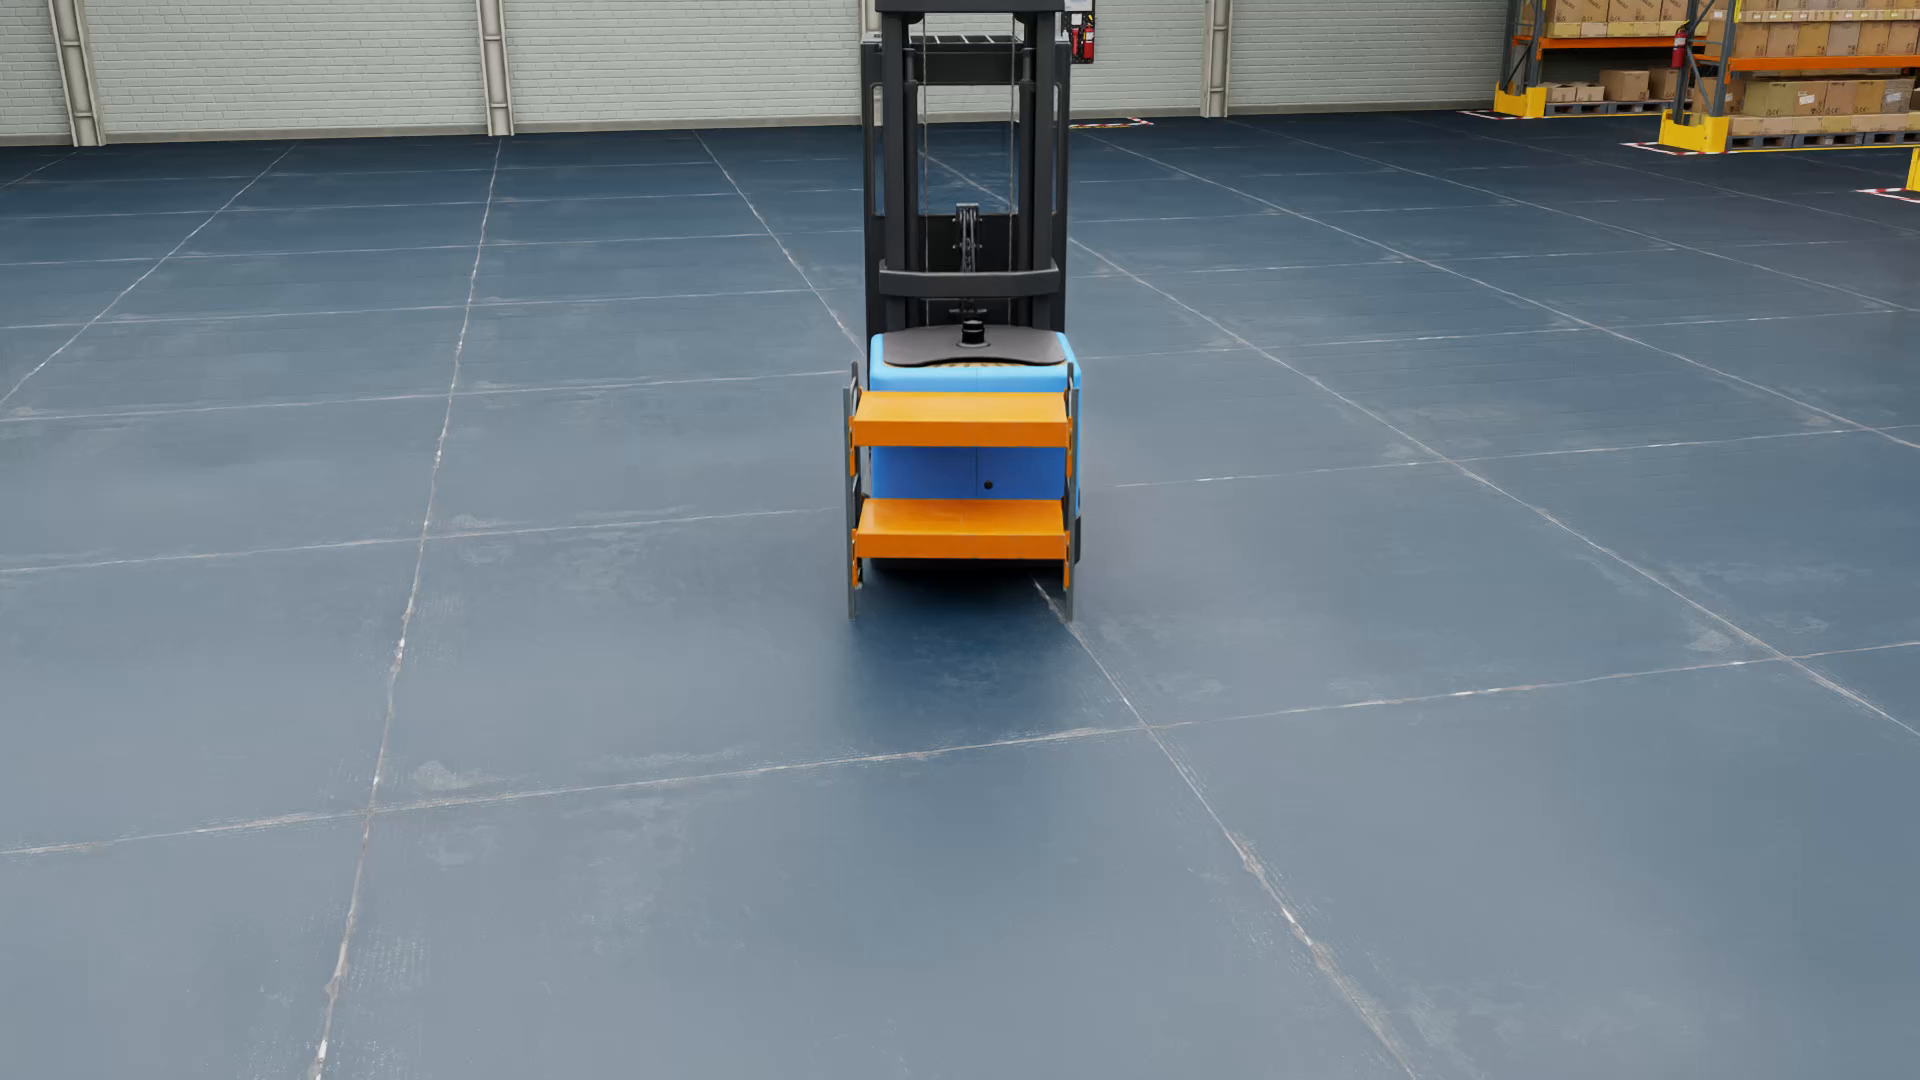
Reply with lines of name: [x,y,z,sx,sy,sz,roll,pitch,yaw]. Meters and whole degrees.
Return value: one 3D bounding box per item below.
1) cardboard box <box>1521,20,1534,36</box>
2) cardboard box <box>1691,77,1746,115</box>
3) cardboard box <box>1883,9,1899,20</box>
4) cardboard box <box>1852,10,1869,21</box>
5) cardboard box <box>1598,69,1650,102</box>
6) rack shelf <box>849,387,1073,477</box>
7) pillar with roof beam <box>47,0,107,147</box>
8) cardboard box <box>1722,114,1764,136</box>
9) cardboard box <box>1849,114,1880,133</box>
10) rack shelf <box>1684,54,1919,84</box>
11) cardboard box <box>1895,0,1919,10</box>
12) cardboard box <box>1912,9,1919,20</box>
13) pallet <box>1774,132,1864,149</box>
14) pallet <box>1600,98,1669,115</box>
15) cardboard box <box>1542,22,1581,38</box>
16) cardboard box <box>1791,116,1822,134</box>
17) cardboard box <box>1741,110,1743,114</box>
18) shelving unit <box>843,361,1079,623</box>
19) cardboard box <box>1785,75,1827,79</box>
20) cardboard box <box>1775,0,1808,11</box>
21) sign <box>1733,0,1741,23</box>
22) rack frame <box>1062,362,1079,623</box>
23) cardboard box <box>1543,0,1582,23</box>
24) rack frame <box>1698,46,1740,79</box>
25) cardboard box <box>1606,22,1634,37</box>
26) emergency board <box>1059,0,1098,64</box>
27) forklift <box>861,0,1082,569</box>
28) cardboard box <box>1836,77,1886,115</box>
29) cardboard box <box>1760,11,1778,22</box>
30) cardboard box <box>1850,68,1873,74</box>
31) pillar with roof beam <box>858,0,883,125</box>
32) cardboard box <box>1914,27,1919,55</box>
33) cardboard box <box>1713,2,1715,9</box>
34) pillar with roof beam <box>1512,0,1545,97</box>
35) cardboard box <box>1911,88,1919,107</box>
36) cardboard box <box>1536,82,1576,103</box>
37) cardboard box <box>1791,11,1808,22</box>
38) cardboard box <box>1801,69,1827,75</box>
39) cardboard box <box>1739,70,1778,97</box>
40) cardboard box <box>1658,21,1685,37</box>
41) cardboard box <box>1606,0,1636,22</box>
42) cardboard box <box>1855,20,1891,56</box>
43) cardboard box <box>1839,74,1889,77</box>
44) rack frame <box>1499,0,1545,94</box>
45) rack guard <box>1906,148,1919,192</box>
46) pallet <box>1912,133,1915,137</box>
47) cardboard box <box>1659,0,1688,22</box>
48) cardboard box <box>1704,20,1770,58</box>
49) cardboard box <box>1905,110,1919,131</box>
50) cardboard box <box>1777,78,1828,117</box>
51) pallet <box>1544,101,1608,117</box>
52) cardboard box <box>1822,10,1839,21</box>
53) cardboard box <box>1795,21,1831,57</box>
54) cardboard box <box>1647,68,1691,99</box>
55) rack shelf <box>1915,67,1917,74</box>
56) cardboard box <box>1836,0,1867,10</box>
cardboard box: [10.178,-8.957,29.095,0.500,0.250,0.500,-4,21,-12]
cardboard box: [11.365,-6.659,24.928,0.500,0.500,0.500,-5,21,-12]
cardboard box: [13.598,-7.753,24.531,0.250,0.149,0.380,-5,21,-13]
cardboard box: [13.095,-7.711,24.416,0.250,0.149,0.380,-4,20,-11]
cardboard box: [11.742,-8.060,29.452,0.500,0.500,0.700,-6,21,-16]
rack shelf: [0.008,-0.505,7.707,1.000,0.278,0.538,0,20,1]
pillar with roof beam: [-12.115,-8.738,19.584,0.400,9.000,9.100,-5,21,-12]
cardboard box: [11.484,-6.132,24.582,0.500,0.250,0.500,-5,21,-12]
cardboard box: [13.431,-6.290,25.013,0.500,0.250,0.500,-5,21,-12]
rack shelf: [12.858,-7.079,24.824,4.000,0.370,1.077,-5,21,-12]
cardboard box: [13.882,-8.153,24.680,0.500,0.500,0.700,-5,21,-13]
cardboard box: [14.093,-7.793,24.639,0.250,0.149,0.380,-5,21,-14]
pallet: [12.831,-6.119,25.212,1.213,0.211,1.003,-5,21,-12]
pallet: [11.825,-7.761,29.694,1.213,0.211,1.003,-5,21,-12]
cardboard box: [10.316,-8.788,28.632,0.500,0.250,0.500,-5,21,-14]
cardboard box: [12.457,-6.213,24.801,0.500,0.250,0.500,-5,21,-12]
cardboard box: [11.849,-6.349,25.174,0.500,0.250,0.500,-5,21,-12]
shelving unit: [0.008,-0.230,7.808,1.048,1.125,0.538,0,20,1]
cardboard box: [12.821,-6.782,25.264,0.500,0.500,0.500,-5,21,-12]
cardboard box: [11.931,-7.995,24.247,0.500,0.500,0.700,-5,21,-14]
sign: [11.033,-7.516,23.597,0.005,0.325,0.100,-5,21,-12]
rack frame: [0.516,-0.227,7.798,0.032,1.125,0.500,0,20,1]
cardboard box: [10.302,-9.145,28.516,0.500,0.500,0.500,-5,21,-12]
rack frame: [13.660,-9.233,29.659,0.127,3.000,1.000,-5,21,-12]
cardboard box: [11.315,-8.872,28.862,0.500,0.250,0.500,-5,21,-13]
emergency board: [1.997,-8.604,27.940,0.643,1.169,0.194,-5,21,-12]
forklift: [0.018,-1.691,9.170,1.130,2.935,3.031,-1,20,-2]
cardboard box: [13.428,-6.647,24.896,0.500,0.500,0.500,-5,21,-12]
cardboard box: [11.599,-7.591,24.087,0.250,0.149,0.380,-5,21,-14]
cardboard box: [16.336,-8.506,30.669,0.500,0.500,0.700,-5,21,-13]
pillar with roof beam: [-0.437,-9.687,22.177,0.400,9.000,9.100,-5,21,-12]
cardboard box: [14.374,-7.585,25.014,0.500,0.500,0.700,-5,21,-14]
cardboard box: [13.272,-9.383,29.167,0.500,0.500,0.500,-5,21,-13]
pillar with roof beam: [11.241,-10.637,24.770,0.400,9.000,9.100,-5,21,-12]
cardboard box: [15.132,-6.872,25.786,0.500,0.311,0.500,-5,21,-12]
cardboard box: [10.462,-7.885,29.248,0.500,0.311,0.500,-7,21,-19]
cardboard box: [12.088,-7.629,24.192,0.250,0.149,0.380,-5,21,-13]
cardboard box: [15.370,-8.414,30.418,0.500,0.500,0.700,-4,21,-12]
cardboard box: [14.373,-8.330,30.187,0.500,0.500,0.700,-4,20,-11]
cardboard box: [12.297,-8.951,29.079,0.500,0.250,0.500,-5,21,-13]
cardboard box: [11.289,-9.219,28.720,0.500,0.500,0.500,-5,21,-14]
cardboard box: [13.373,-7.502,24.789,0.500,0.500,0.700,-4,21,-12]
cardboard box: [13.796,-6.859,25.475,0.500,0.500,0.500,-5,21,-12]
rack frame: [9.768,-8.916,28.794,0.127,3.000,1.000,-5,21,-12]
rack guard: [12.111,-4.448,20.231,0.348,0.500,1.175,-5,21,-12]
pallet: [15.512,-6.337,25.807,1.213,0.211,1.003,-5,21,-12]
cardboard box: [12.295,-9.305,28.955,0.500,0.500,0.500,-5,21,-14]
cardboard box: [11.369,-7.338,24.340,0.500,0.500,0.700,-5,21,-12]
cardboard box: [14.403,-6.371,25.234,0.500,0.250,0.500,-5,21,-12]
cardboard box: [12.454,-6.569,24.682,0.500,0.500,0.500,-5,21,-12]
pallet: [10.641,-7.665,29.434,1.213,0.211,1.003,-5,21,-12]
cardboard box: [12.596,-7.672,24.308,0.250,0.149,0.380,-5,21,-13]
cardboard box: [12.363,-7.419,24.560,0.500,0.500,0.700,-5,21,-12]
cardboard box: [12.660,-8.170,29.752,0.500,0.500,0.500,-6,21,-17]
rack shelf: [16.750,-7.396,25.689,4.000,0.370,1.077,-5,21,-12]
cardboard box: [12.908,-8.075,24.465,0.500,0.500,0.700,-5,21,-12]
